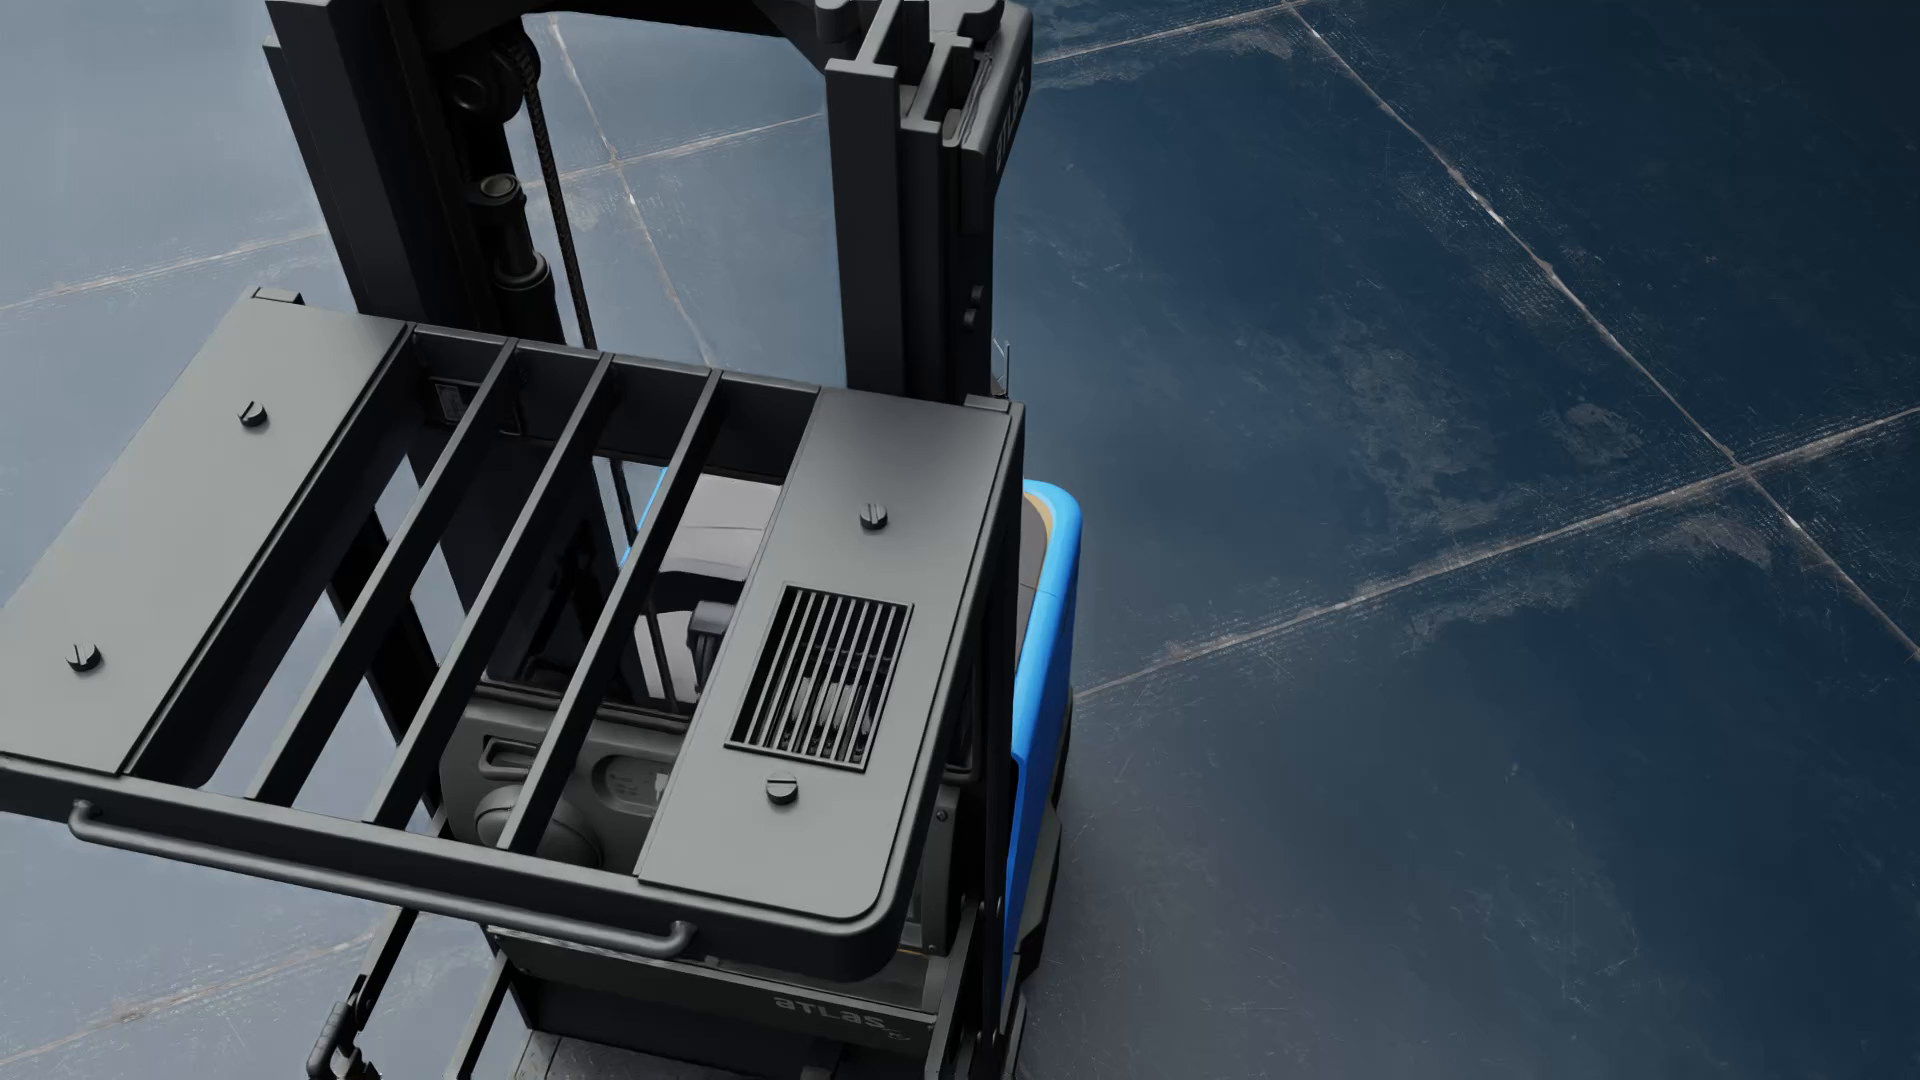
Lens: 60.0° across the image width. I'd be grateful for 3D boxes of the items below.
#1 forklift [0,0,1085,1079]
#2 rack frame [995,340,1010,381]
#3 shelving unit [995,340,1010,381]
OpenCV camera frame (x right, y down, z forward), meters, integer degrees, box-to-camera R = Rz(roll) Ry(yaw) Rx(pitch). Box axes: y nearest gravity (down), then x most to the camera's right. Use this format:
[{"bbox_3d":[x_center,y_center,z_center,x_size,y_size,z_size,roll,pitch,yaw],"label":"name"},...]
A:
[{"bbox_3d":[-0.502,0.609,2.795,1.130,2.935,3.031,9,50,8],"label":"forklift"},{"bbox_3d":[0.087,-0.320,4.932,0.006,0.900,0.240,-17,52,-14],"label":"rack frame"},{"bbox_3d":[-0.008,-0.291,4.907,0.210,0.900,0.258,-17,52,-14],"label":"shelving unit"}]
